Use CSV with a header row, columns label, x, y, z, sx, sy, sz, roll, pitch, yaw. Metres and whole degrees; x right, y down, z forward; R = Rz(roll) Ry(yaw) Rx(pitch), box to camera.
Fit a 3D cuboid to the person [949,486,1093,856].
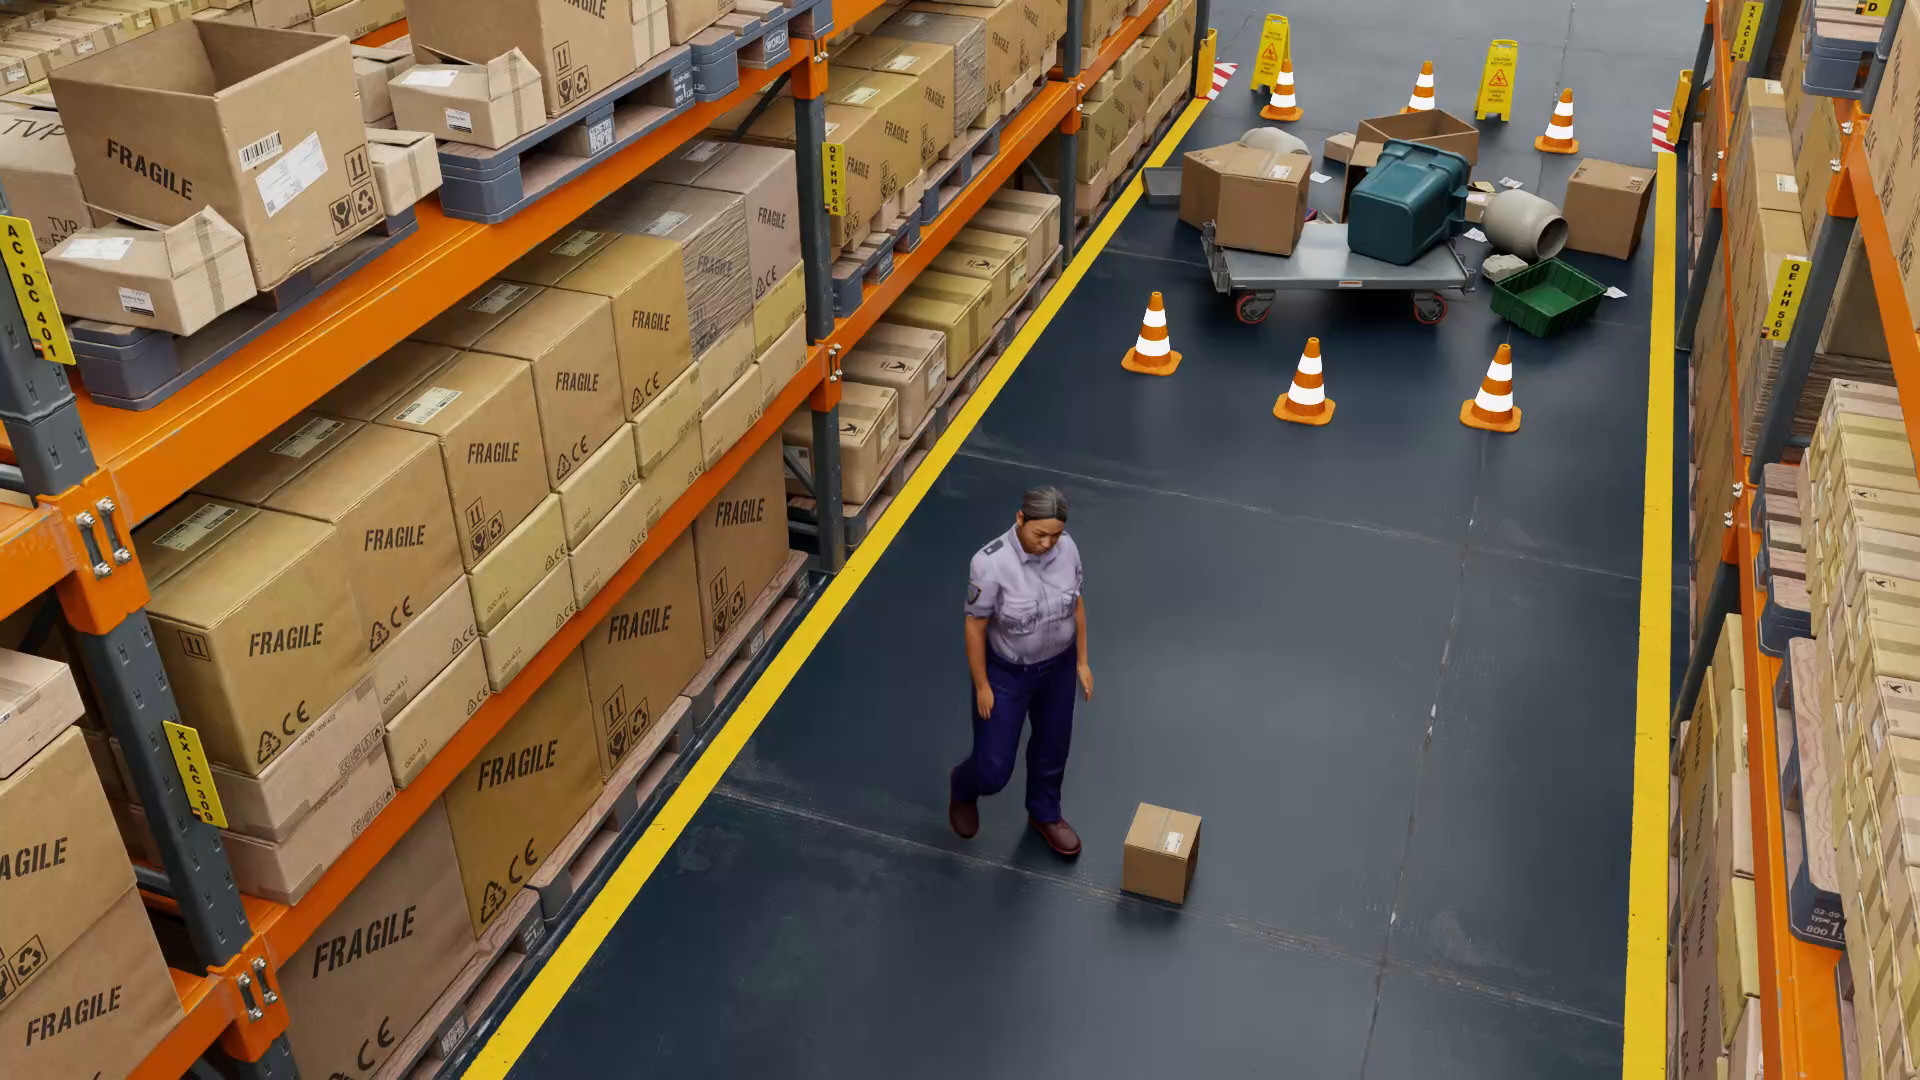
label,x,y,z,sx,sy,sz,roll,pitch,yaw
person,0.232,0.514,6.357,0.548,1.626,0.498,-18,38,-25
